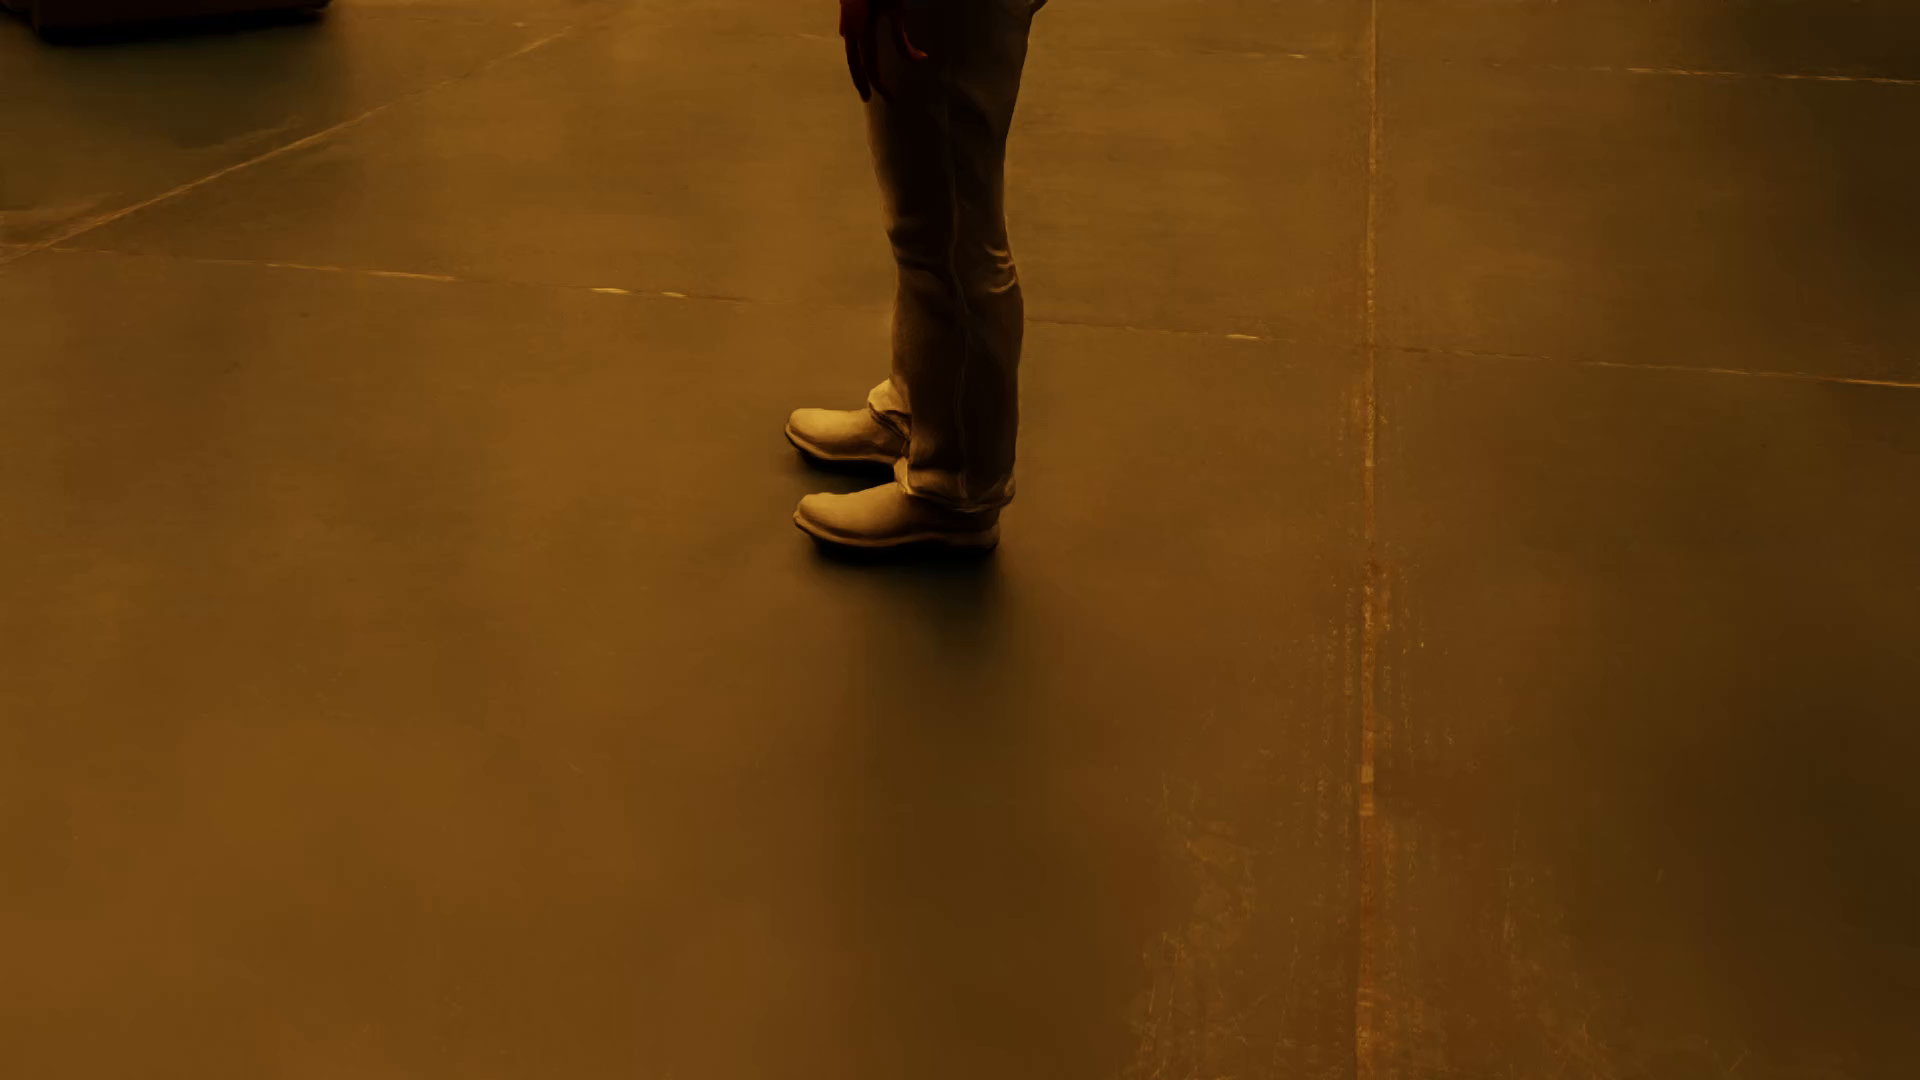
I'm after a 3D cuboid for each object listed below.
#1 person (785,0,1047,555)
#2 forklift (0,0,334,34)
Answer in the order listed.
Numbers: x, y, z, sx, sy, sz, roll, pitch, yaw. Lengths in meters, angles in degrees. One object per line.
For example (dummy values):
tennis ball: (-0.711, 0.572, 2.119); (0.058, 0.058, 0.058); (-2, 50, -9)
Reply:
person: (-0.069, -0.804, 2.118); (0.572, 1.766, 0.665); (6, 27, 11)
forklift: (-3.727, -3.768, 6.716); (1.130, 2.935, 3.031); (-18, 32, -31)
